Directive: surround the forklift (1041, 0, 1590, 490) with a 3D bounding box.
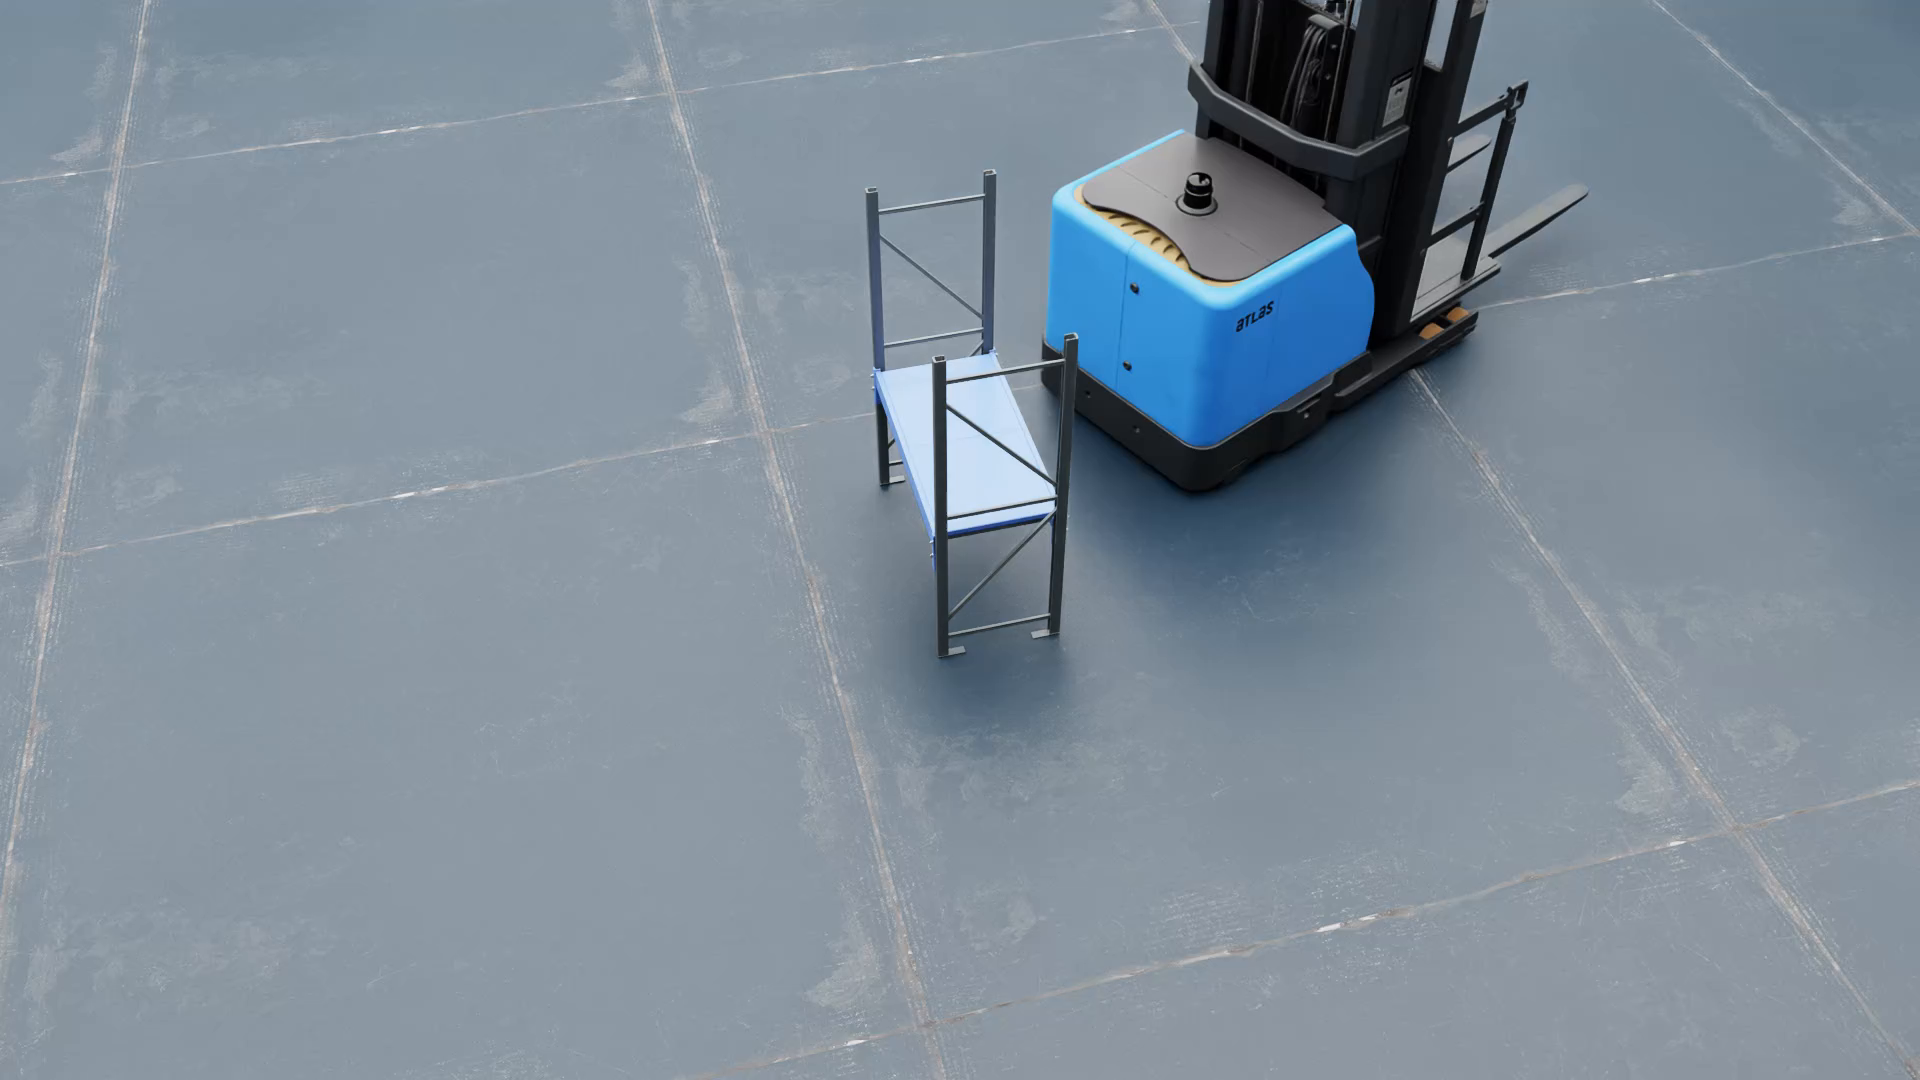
[{"bbox_3d":[1.823,-2.138,7.044,3.031,2.935,1.130,-31,53,-27],"label":"forklift"}]

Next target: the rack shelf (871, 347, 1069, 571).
[{"bbox_3d":[0.022,-0.340,6.536,0.538,0.185,1.000,-11,47,-10],"label":"rack shelf"}]

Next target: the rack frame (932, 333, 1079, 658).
[{"bbox_3d":[0.152,-0.115,6.063,0.500,1.500,0.032,-11,47,-10],"label":"rack frame"}]

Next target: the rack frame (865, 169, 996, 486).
[{"bbox_3d":[-0.108,-0.817,6.751,0.500,1.500,0.032,-11,47,-10],"label":"rack frame"}]

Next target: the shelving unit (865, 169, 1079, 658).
[{"bbox_3d":[0.022,-0.466,6.407,0.538,1.500,1.048,-11,47,-10],"label":"shelving unit"}]
